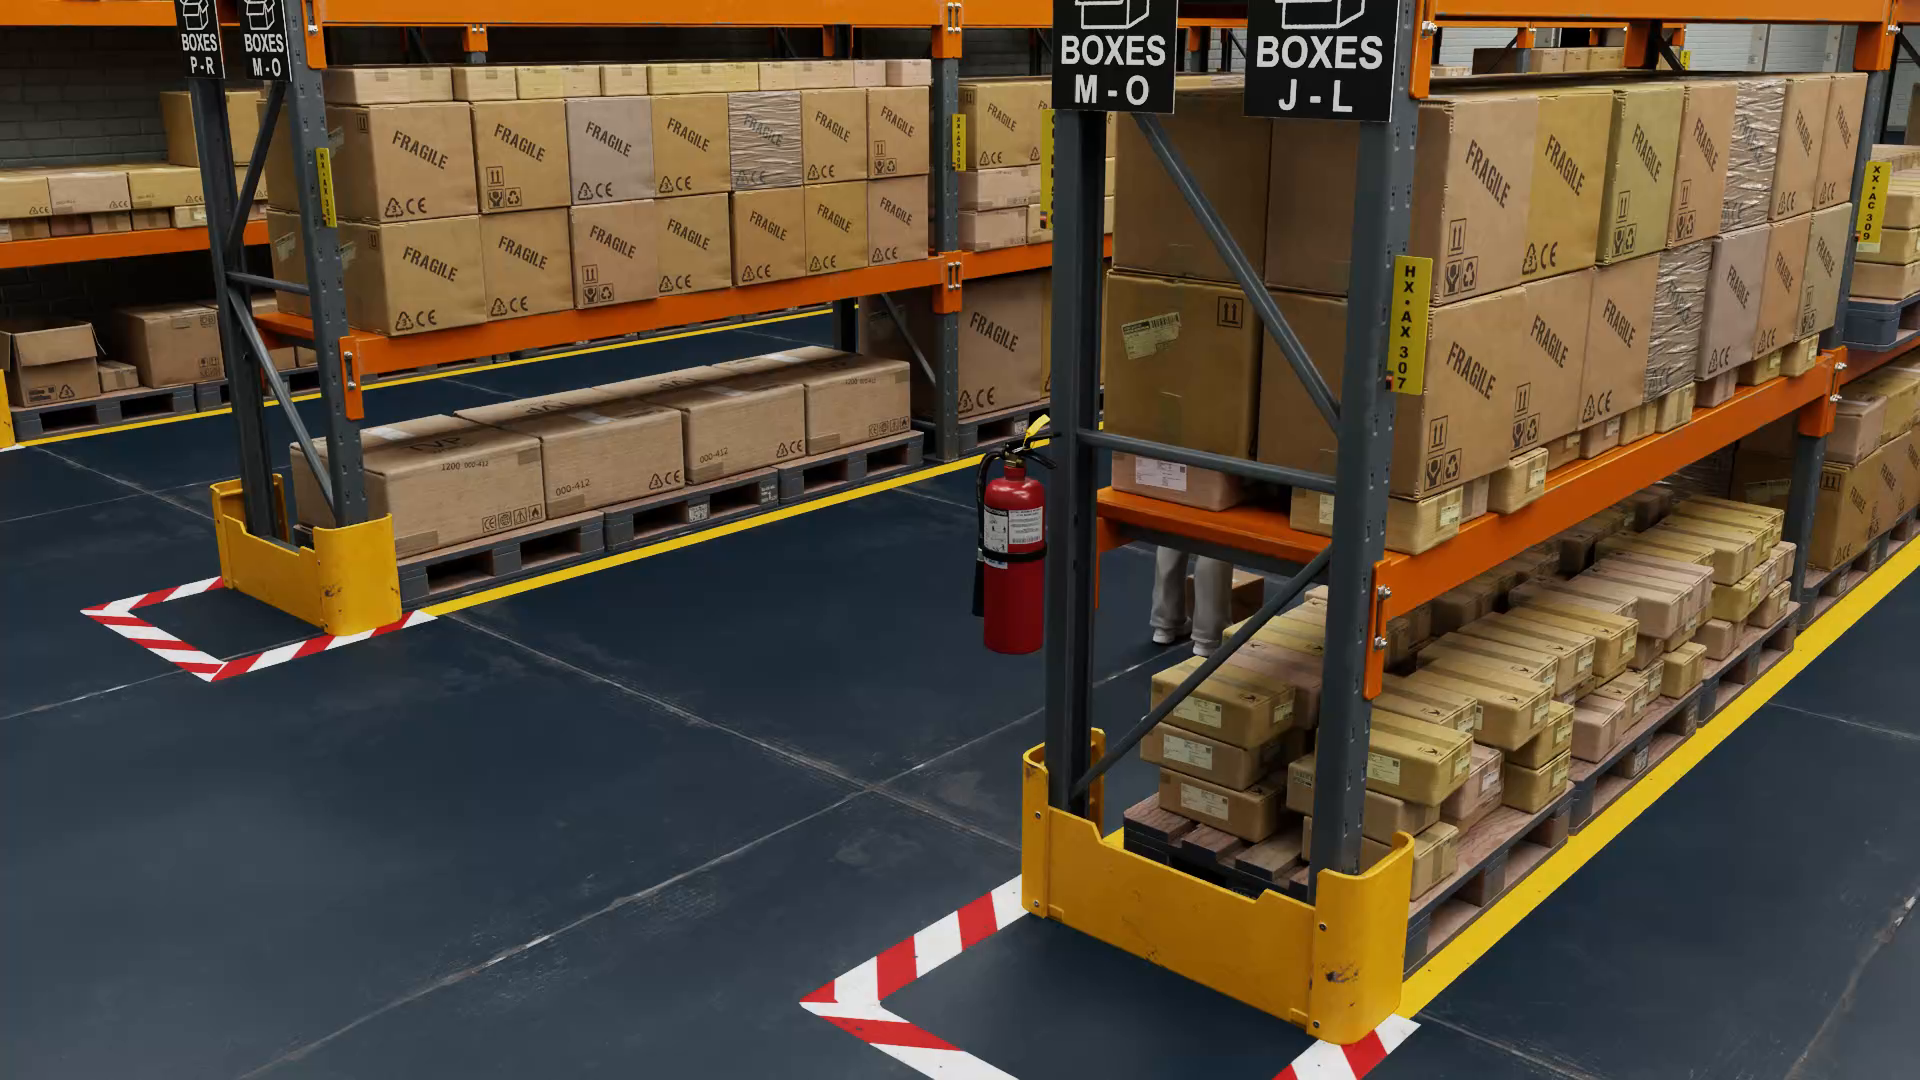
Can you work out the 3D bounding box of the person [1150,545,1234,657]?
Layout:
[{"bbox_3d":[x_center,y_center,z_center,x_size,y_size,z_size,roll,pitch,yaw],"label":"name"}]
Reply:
[{"bbox_3d":[1.019,-0.345,7.176,0.514,1.672,0.355,16,23,42],"label":"person"}]
